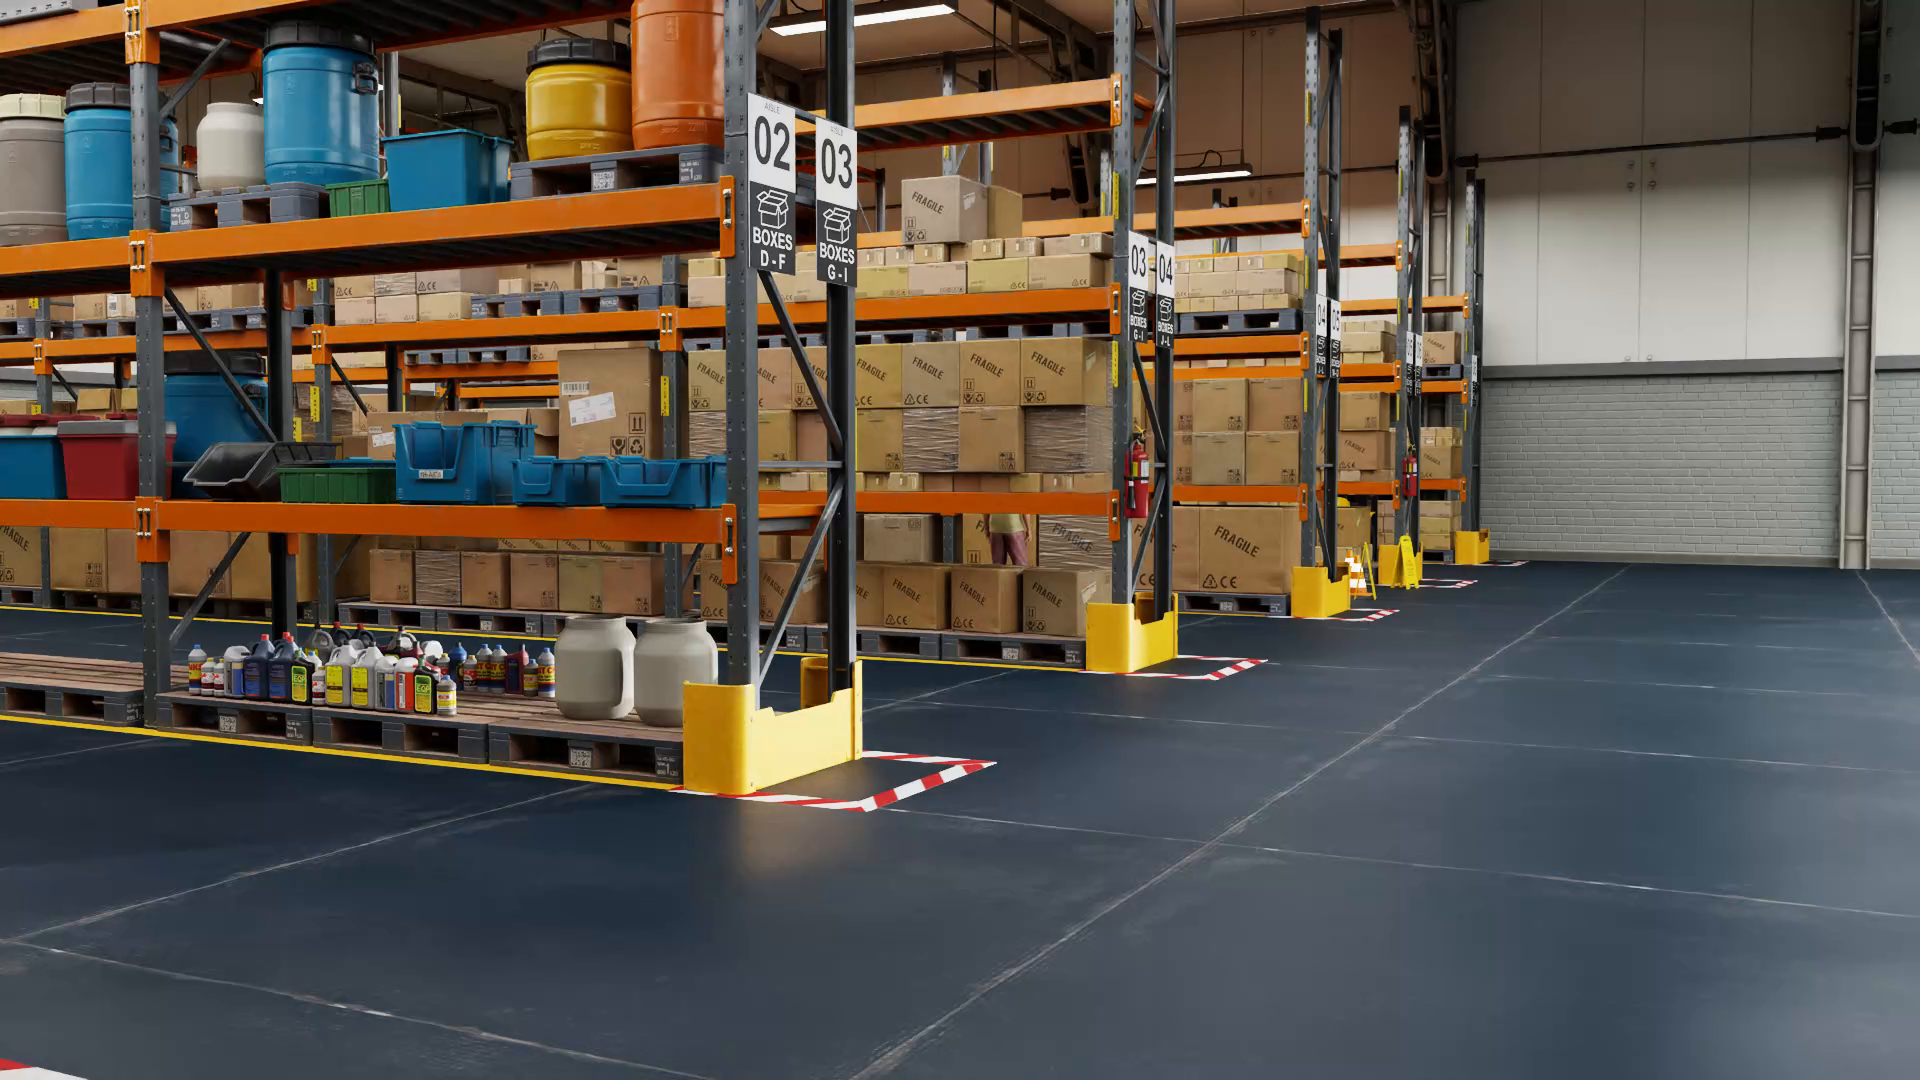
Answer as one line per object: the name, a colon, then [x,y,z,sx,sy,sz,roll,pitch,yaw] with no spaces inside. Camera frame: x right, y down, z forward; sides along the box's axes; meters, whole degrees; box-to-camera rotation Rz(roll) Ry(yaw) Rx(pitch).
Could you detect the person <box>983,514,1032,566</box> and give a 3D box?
person: [0.474,-0.062,16.332,0.499,1.673,0.358,1,3,26]
